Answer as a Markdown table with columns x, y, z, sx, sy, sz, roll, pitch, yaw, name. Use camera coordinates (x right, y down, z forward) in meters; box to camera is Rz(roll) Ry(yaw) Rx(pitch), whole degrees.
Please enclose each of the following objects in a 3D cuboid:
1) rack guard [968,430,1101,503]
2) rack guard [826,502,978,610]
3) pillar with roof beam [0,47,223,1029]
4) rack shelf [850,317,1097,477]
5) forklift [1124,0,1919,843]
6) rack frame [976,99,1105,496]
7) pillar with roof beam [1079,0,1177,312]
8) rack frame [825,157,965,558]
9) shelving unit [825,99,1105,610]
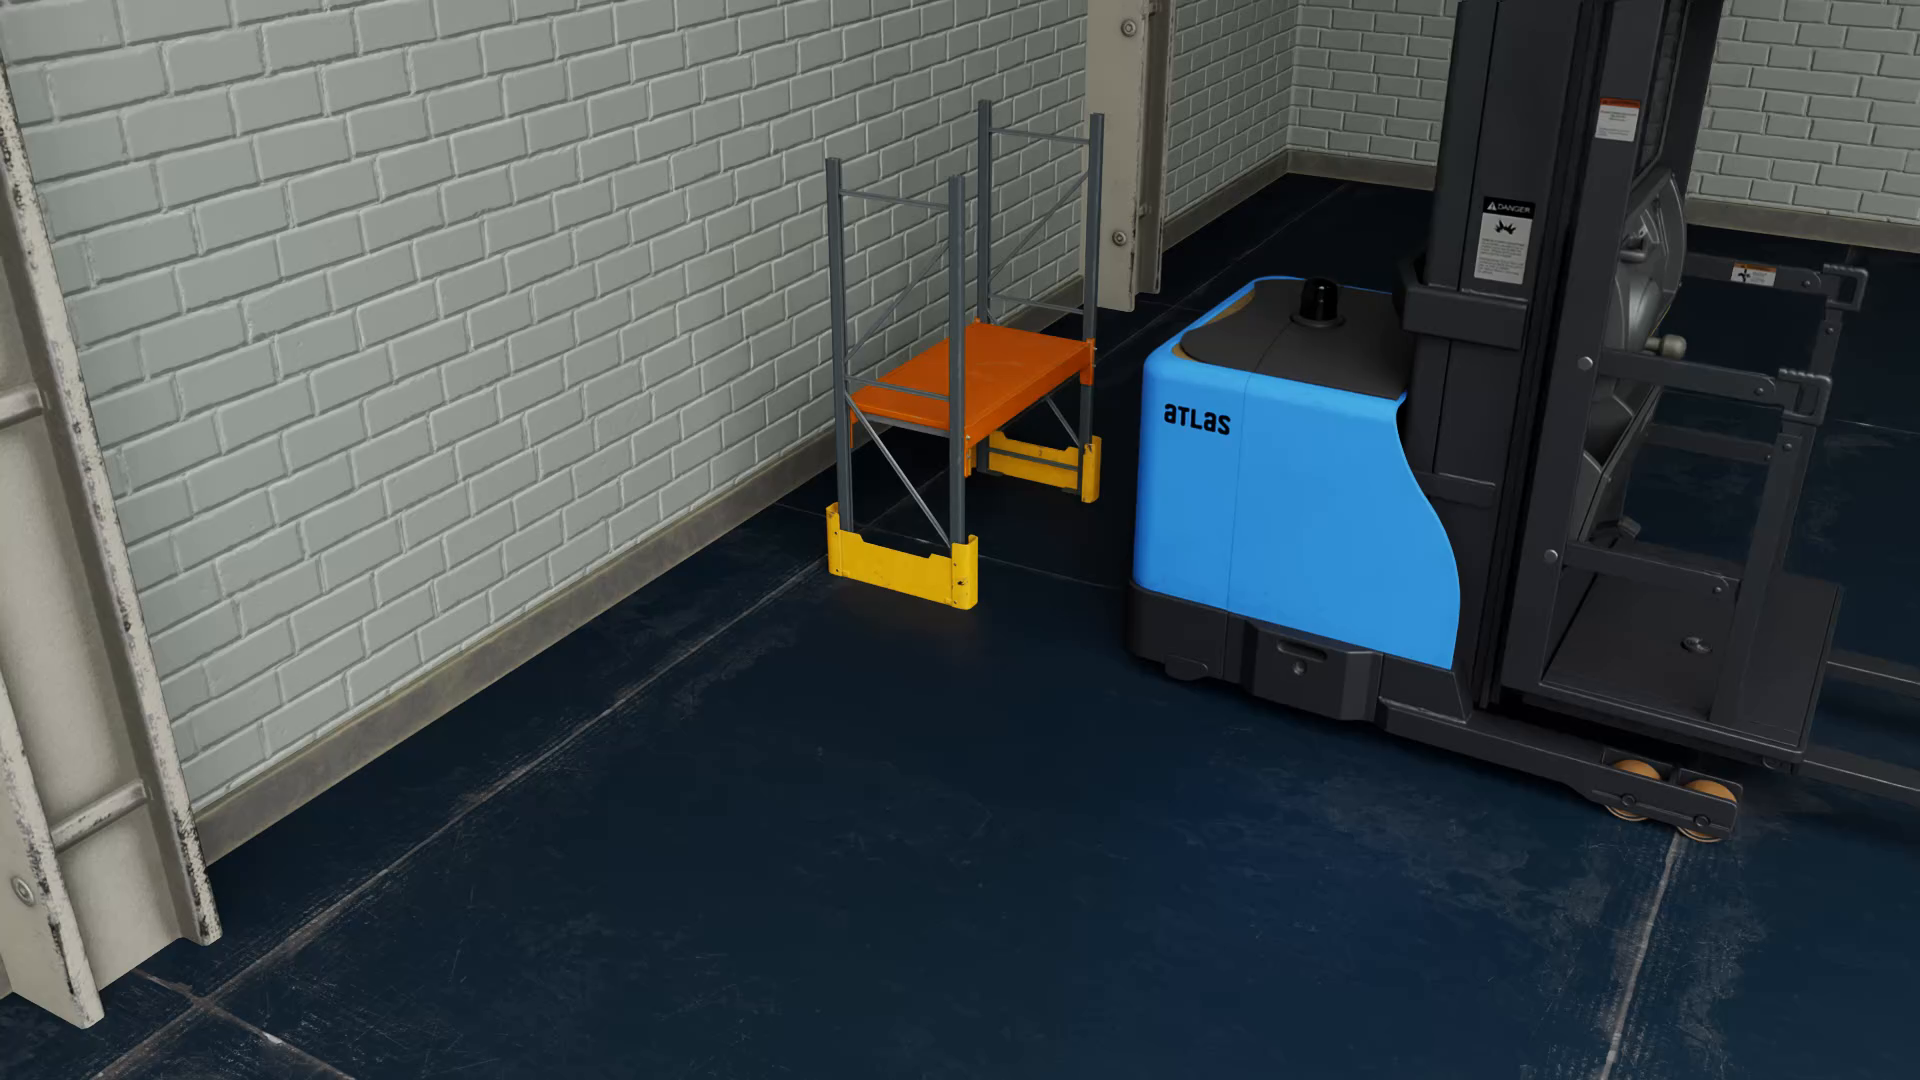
| x | y | z | sx | sy | sz | roll | pitch | yaw | name |
| --- | --- | --- | --- | --- | --- | --- | --- | --- | --- |
| 0.282 | -0.336 | 6.641 | 0.587 | 0.250 | 0.087 | 14 | 30 | 26 | rack guard |
| -0.207 | 0.053 | 5.866 | 0.587 | 0.250 | 0.087 | 14 | 30 | 26 | rack guard |
| 1.641 | -2.028 | 0.248 | 9.100 | 9.000 | 0.400 | 14 | 30 | 26 | pillar with roof beam |
| 0.042 | -0.543 | 6.061 | 0.538 | 0.185 | 1.000 | 14 | 30 | 26 | rack shelf |
| 2.067 | -0.750 | 4.474 | 3.031 | 2.935 | 1.130 | 15 | 30 | 27 | forklift |
| 0.292 | -0.902 | 6.376 | 0.500 | 1.500 | 0.032 | 14 | 30 | 26 | rack frame |
| 4.592 | -4.366 | 4.920 | 9.100 | 9.000 | 0.400 | 14 | 30 | 26 | pillar with roof beam |
| -0.208 | -0.506 | 5.585 | 0.500 | 1.500 | 0.032 | 14 | 30 | 26 | rack frame |
| 0.038 | -0.700 | 5.974 | 0.587 | 1.500 | 1.083 | 14 | 30 | 26 | shelving unit |
